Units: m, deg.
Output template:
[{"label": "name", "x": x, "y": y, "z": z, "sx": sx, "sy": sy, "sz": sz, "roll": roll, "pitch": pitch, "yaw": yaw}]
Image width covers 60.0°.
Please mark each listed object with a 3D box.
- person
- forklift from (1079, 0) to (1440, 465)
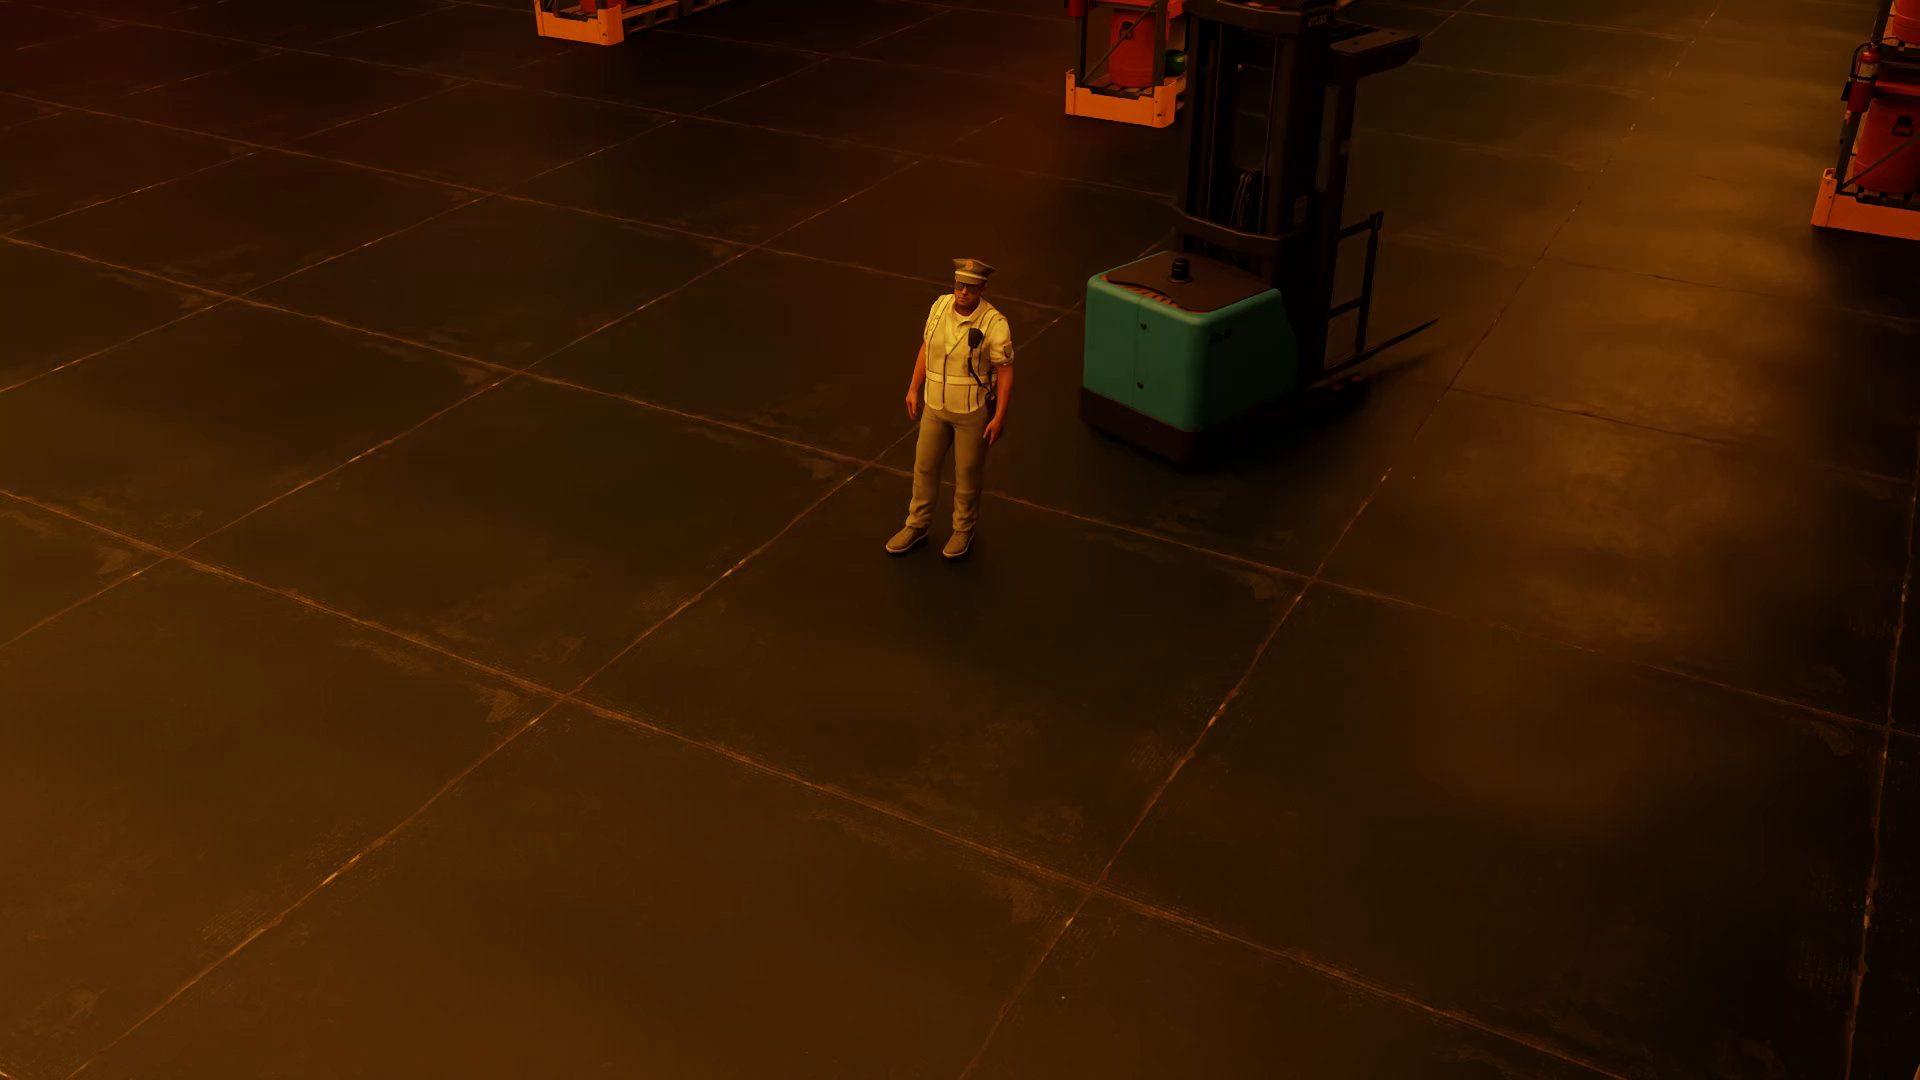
[{"label": "person", "x": -0.048, "y": -0.747, "z": 9.500, "sx": 0.640, "sy": 1.781, "sz": 0.575, "roll": 15, "pitch": 33, "yaw": 25}, {"label": "forklift", "x": 2.245, "y": -2.366, "z": 11.170, "sx": 3.031, "sy": 2.935, "sz": 1.130, "roll": -24, "pitch": 38, "yaw": -35}]
